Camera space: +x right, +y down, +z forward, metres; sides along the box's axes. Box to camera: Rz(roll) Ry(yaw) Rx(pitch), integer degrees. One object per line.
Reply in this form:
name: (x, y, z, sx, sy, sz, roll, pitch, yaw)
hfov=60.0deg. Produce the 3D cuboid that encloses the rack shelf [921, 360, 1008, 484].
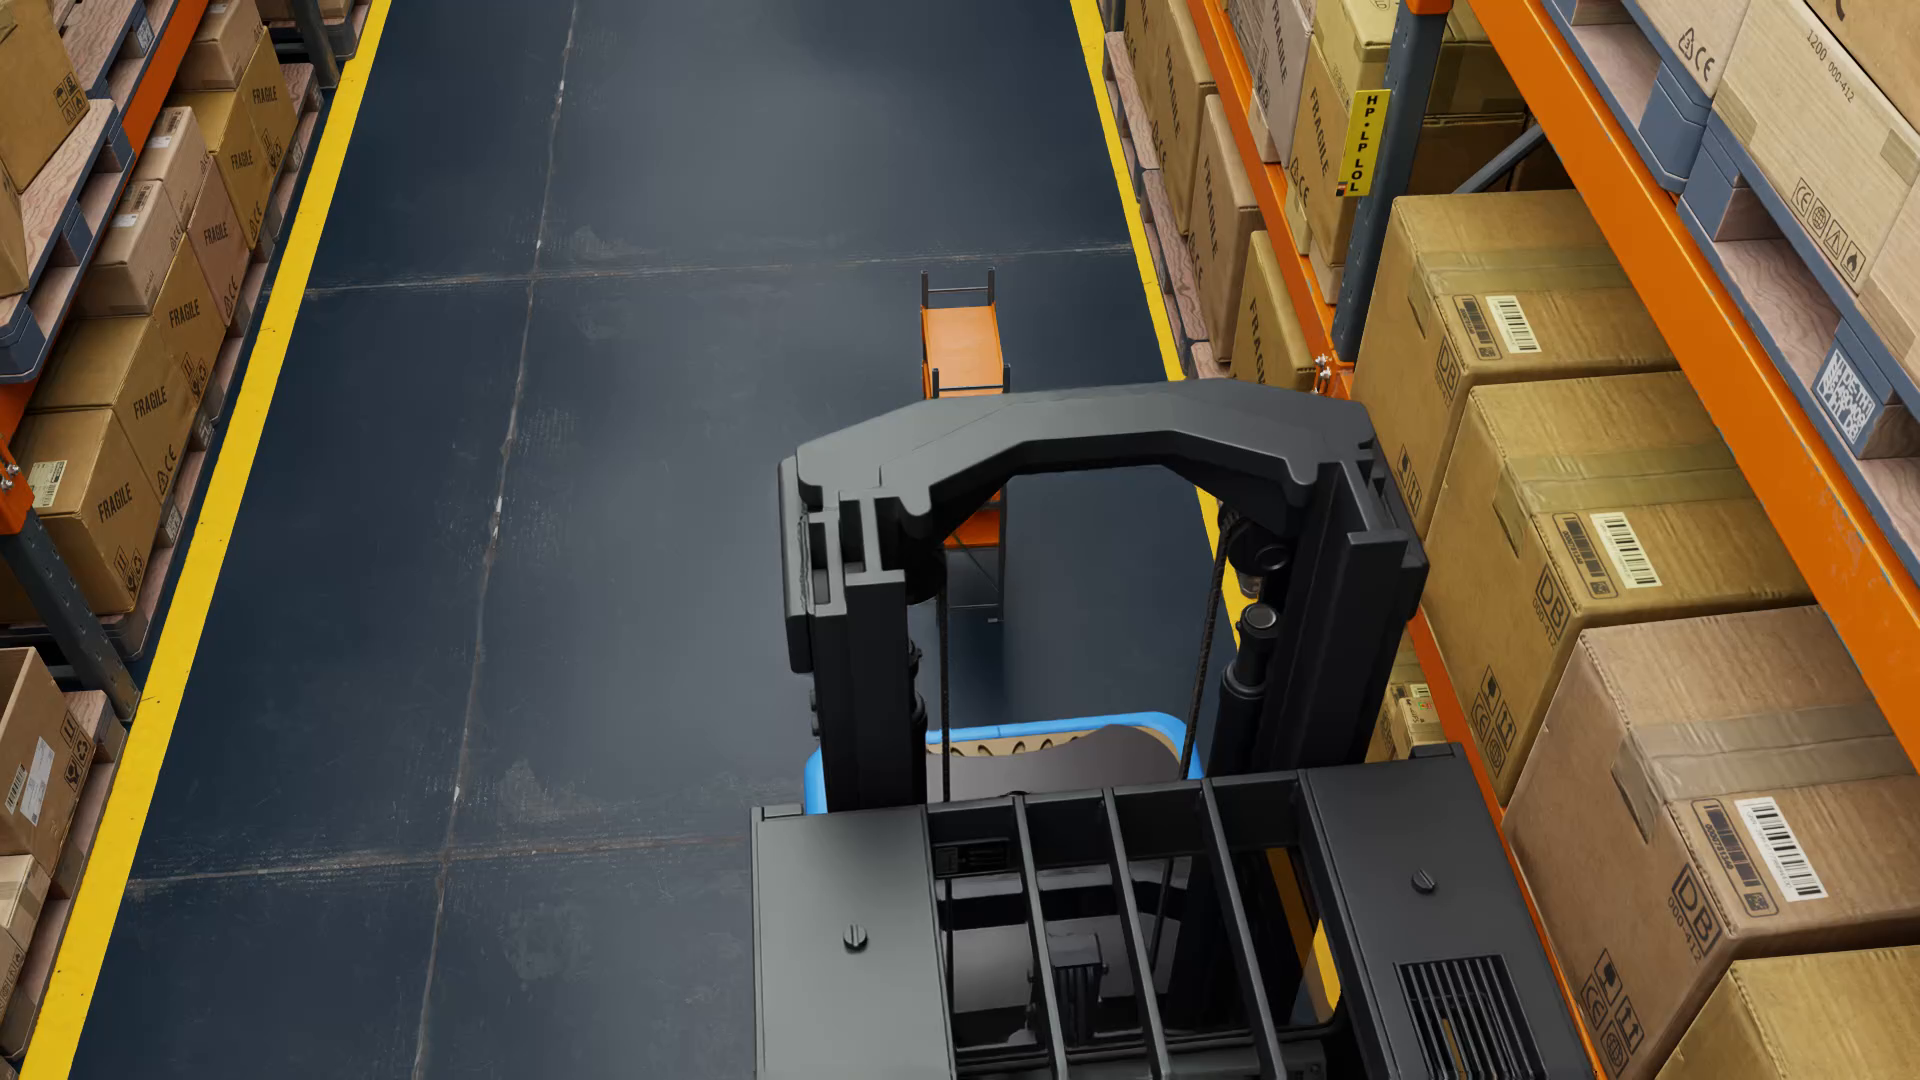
rack shelf: (0.014, -0.400, 5.587, 0.258, 0.148, 0.480, -3, 47, -3)

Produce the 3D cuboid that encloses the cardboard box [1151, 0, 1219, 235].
cardboard box: (1.281, -1.851, 7.128, 0.750, 0.750, 0.750, -4, 47, -3)

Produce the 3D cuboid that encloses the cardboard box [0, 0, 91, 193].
cardboard box: (-3.256, -1.451, 5.200, 0.700, 0.500, 0.500, 3, 47, 3)

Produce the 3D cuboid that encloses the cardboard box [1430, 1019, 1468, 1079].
cardboard box: (1.658, 1.272, 4.412, 0.700, 0.500, 0.500, -3, 47, -2)

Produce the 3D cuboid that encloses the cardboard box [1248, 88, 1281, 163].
cardboard box: (1.205, -1.432, 5.700, 0.380, 0.149, 0.250, -3, 47, -3)

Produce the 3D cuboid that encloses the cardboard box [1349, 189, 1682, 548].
cardboard box: (1.647, -0.435, 4.390, 0.980, 0.700, 0.700, -3, 47, -3)

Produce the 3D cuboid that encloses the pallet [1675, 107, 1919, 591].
pallet: (1.775, -0.253, 2.419, 1.003, 0.211, 1.213, -3, 47, -3)

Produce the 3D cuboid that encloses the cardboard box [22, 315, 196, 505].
cardboard box: (-3.172, -0.464, 6.042, 0.500, 0.500, 0.500, -3, 47, -3)

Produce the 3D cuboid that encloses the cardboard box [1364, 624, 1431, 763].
cardboard box: (1.578, 0.537, 5.108, 0.700, 0.500, 0.500, -3, 47, -3)

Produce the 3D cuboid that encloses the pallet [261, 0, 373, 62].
pallet: (-3.683, -2.955, 8.903, 1.003, 0.211, 1.213, -3, 47, -3)

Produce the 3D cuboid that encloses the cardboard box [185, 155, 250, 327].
cardboard box: (-3.248, -1.192, 6.731, 0.500, 0.500, 0.500, -5, 47, -5)

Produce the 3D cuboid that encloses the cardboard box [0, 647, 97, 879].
cardboard box: (-2.988, 0.681, 4.957, 0.500, 0.500, 0.500, -3, 47, -3)

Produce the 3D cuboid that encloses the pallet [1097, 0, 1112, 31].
pallet: (1.219, -3.226, 9.160, 1.003, 0.211, 1.213, -3, 47, -3)

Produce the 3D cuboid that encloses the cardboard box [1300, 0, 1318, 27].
cardboard box: (1.291, -1.820, 5.104, 0.500, 0.250, 0.500, -3, 47, -2)

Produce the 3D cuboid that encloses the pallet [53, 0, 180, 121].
pallet: (-3.486, -1.843, 6.062, 1.003, 0.211, 1.213, -3, 47, -3)

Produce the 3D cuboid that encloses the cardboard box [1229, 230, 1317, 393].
cardboard box: (1.434, -0.593, 5.937, 0.750, 0.750, 0.750, -3, 47, -3)

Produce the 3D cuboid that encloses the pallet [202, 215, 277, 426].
pallet: (-3.529, -0.934, 6.989, 1.003, 0.211, 1.213, -3, 47, -3)

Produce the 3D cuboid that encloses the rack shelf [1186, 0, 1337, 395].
rack shelf: (1.450, -1.925, 6.503, 1.077, 0.370, 4.000, -3, 47, -3)

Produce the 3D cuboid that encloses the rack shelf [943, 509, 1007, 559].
rack shelf: (0.014, -0.110, 5.894, 0.258, 0.148, 0.480, -3, 47, -3)

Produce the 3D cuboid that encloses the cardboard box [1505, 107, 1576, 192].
cardboard box: (1.830, -1.217, 5.049, 0.500, 0.500, 0.500, -5, 47, -5)

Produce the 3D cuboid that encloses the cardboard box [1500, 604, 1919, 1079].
cardboard box: (1.773, 0.619, 3.391, 0.980, 0.700, 0.700, -6, 47, -5)

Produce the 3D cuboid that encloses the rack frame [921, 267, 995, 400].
rack frame: (-0.007, -0.469, 5.868, 0.240, 1.200, 0.015, -3, 47, -3)

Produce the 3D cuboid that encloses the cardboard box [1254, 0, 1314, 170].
cardboard box: (1.275, -1.556, 5.371, 0.500, 0.500, 0.500, -3, 47, -3)

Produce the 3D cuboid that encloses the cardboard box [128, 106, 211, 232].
cardboard box: (-3.242, -1.423, 6.434, 0.500, 0.250, 0.500, -4, 47, -4)

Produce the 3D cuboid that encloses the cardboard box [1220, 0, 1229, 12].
cardboard box: (1.195, -2.281, 6.057, 0.500, 0.500, 0.500, -2, 47, -2)

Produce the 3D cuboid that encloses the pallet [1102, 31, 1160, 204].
pallet: (1.274, -2.086, 8.080, 1.003, 0.211, 1.213, -3, 47, -3)

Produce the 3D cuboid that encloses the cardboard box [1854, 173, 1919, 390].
cardboard box: (1.534, -0.257, 2.107, 0.500, 0.250, 0.500, -5, 47, -4)

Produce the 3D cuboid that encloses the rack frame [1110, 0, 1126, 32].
rack frame: (1.283, -3.620, 7.612, 1.000, 3.000, 0.127, -3, 47, -3)

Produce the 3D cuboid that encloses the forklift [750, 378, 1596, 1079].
forklift: (0.261, 1.277, 3.022, 1.130, 2.935, 3.031, -5, 47, -4)

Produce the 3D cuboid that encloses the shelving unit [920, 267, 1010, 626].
shelving unit: (0.014, -0.293, 5.701, 0.258, 1.200, 0.503, -3, 47, -3)

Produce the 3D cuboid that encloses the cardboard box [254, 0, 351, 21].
cardboard box: (-3.404, -2.912, 8.546, 0.500, 0.250, 0.500, -4, 47, -3)

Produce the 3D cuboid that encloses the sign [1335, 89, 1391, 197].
sign: (1.078, -1.057, 4.442, 0.100, 0.325, 0.005, -3, 47, -3)

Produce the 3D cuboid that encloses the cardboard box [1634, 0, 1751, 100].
cardboard box: (1.441, -0.999, 2.809, 0.500, 0.250, 0.500, -4, 47, -4)

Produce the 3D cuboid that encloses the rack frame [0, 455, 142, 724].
rack frame: (-3.318, -0.422, 4.584, 1.000, 3.000, 0.127, -3, 47, -3)

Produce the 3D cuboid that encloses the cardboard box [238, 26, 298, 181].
cardboard box: (-3.341, -1.945, 7.445, 0.500, 0.500, 0.500, -2, 47, -2)

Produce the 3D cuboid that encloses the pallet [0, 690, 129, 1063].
pallet: (-3.262, 1.034, 5.126, 1.003, 0.211, 1.213, -3, 47, -3)

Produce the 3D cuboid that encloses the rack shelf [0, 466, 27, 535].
rack shelf: (-3.151, 1.272, 3.474, 1.077, 0.370, 4.000, -3, 47, -3)

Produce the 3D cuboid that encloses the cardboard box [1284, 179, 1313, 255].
cardboard box: (1.263, -1.055, 5.342, 0.380, 0.149, 0.250, -3, 47, -3)

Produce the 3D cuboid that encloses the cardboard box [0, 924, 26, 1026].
cardboard box: (-2.925, 1.289, 4.512, 0.500, 0.311, 0.500, -3, 47, -3)
